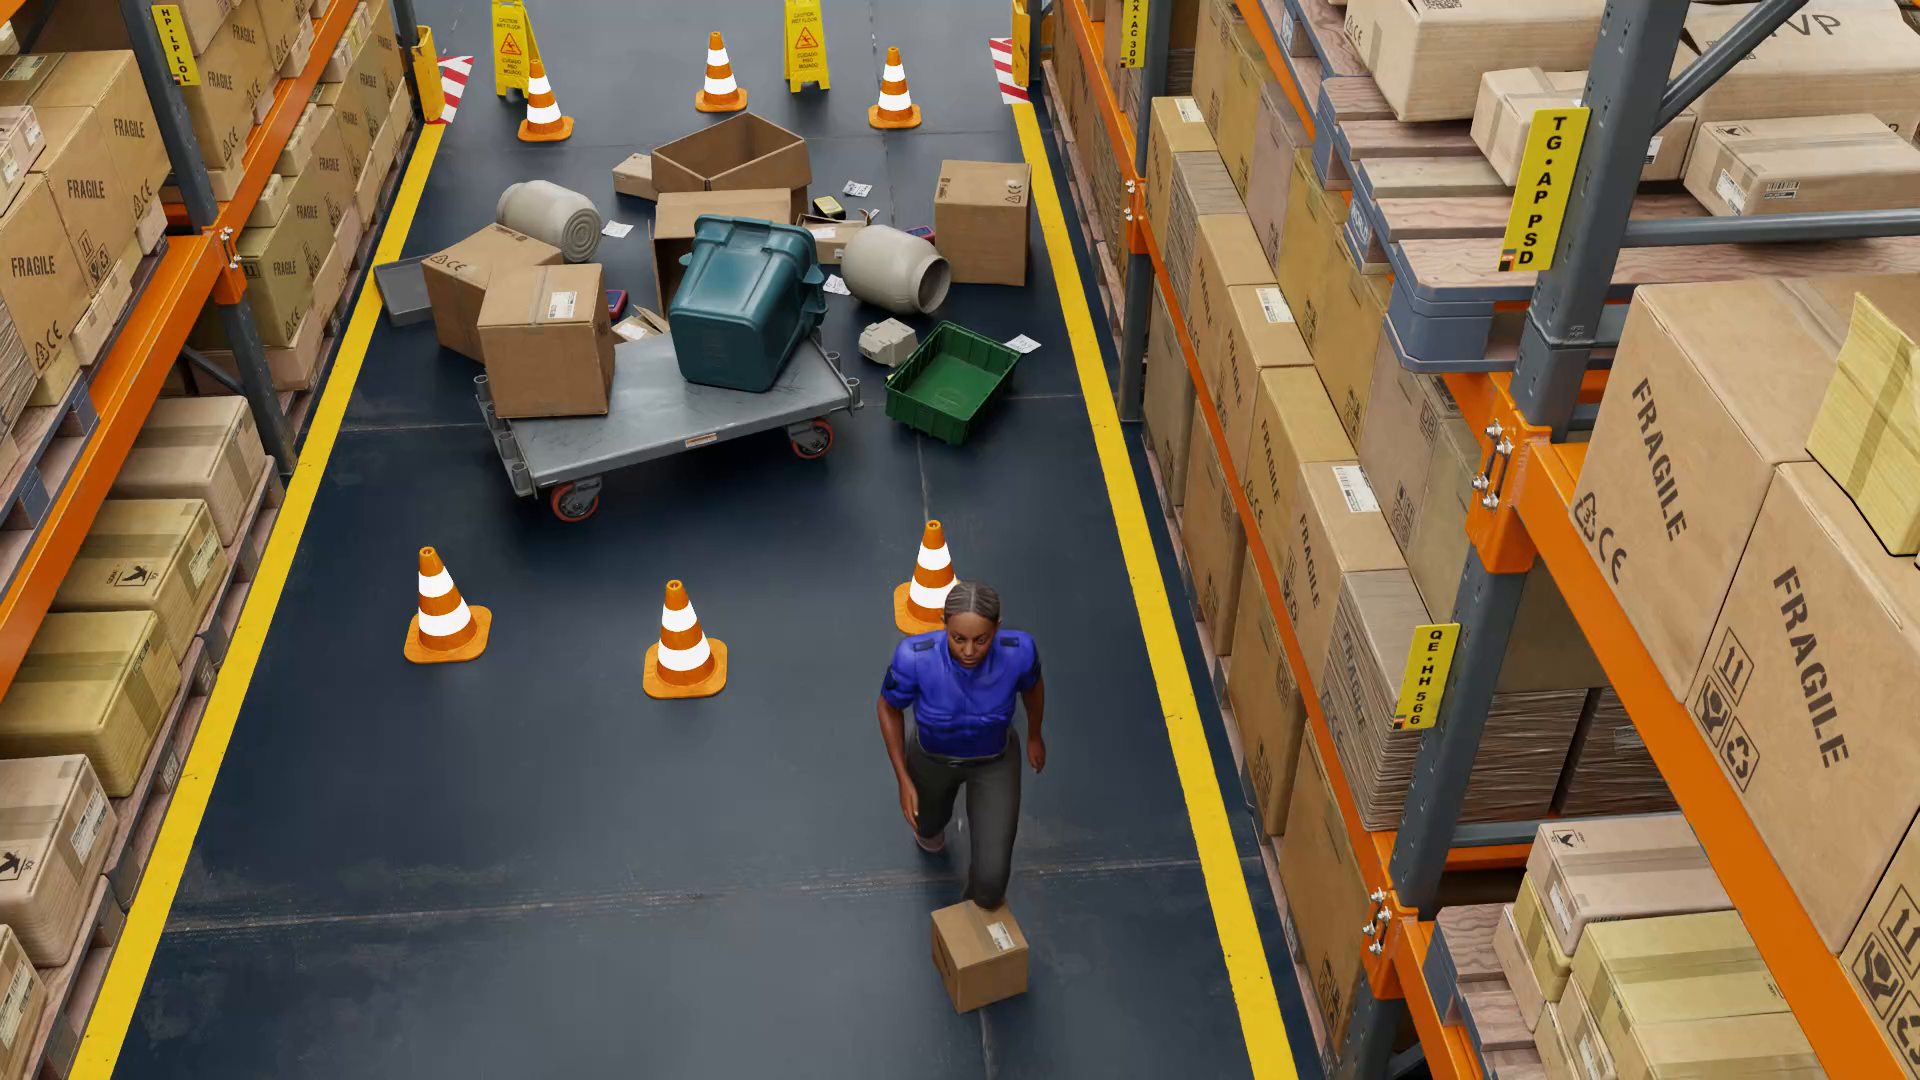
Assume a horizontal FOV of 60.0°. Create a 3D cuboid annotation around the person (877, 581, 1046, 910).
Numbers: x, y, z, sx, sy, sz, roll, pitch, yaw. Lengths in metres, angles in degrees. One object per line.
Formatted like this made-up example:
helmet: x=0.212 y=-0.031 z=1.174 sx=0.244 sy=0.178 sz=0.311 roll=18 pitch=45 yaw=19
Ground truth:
person: x=0.015 y=0.624 z=5.422 sx=0.534 sy=1.602 sz=0.760 roll=2 pitch=39 yaw=2
